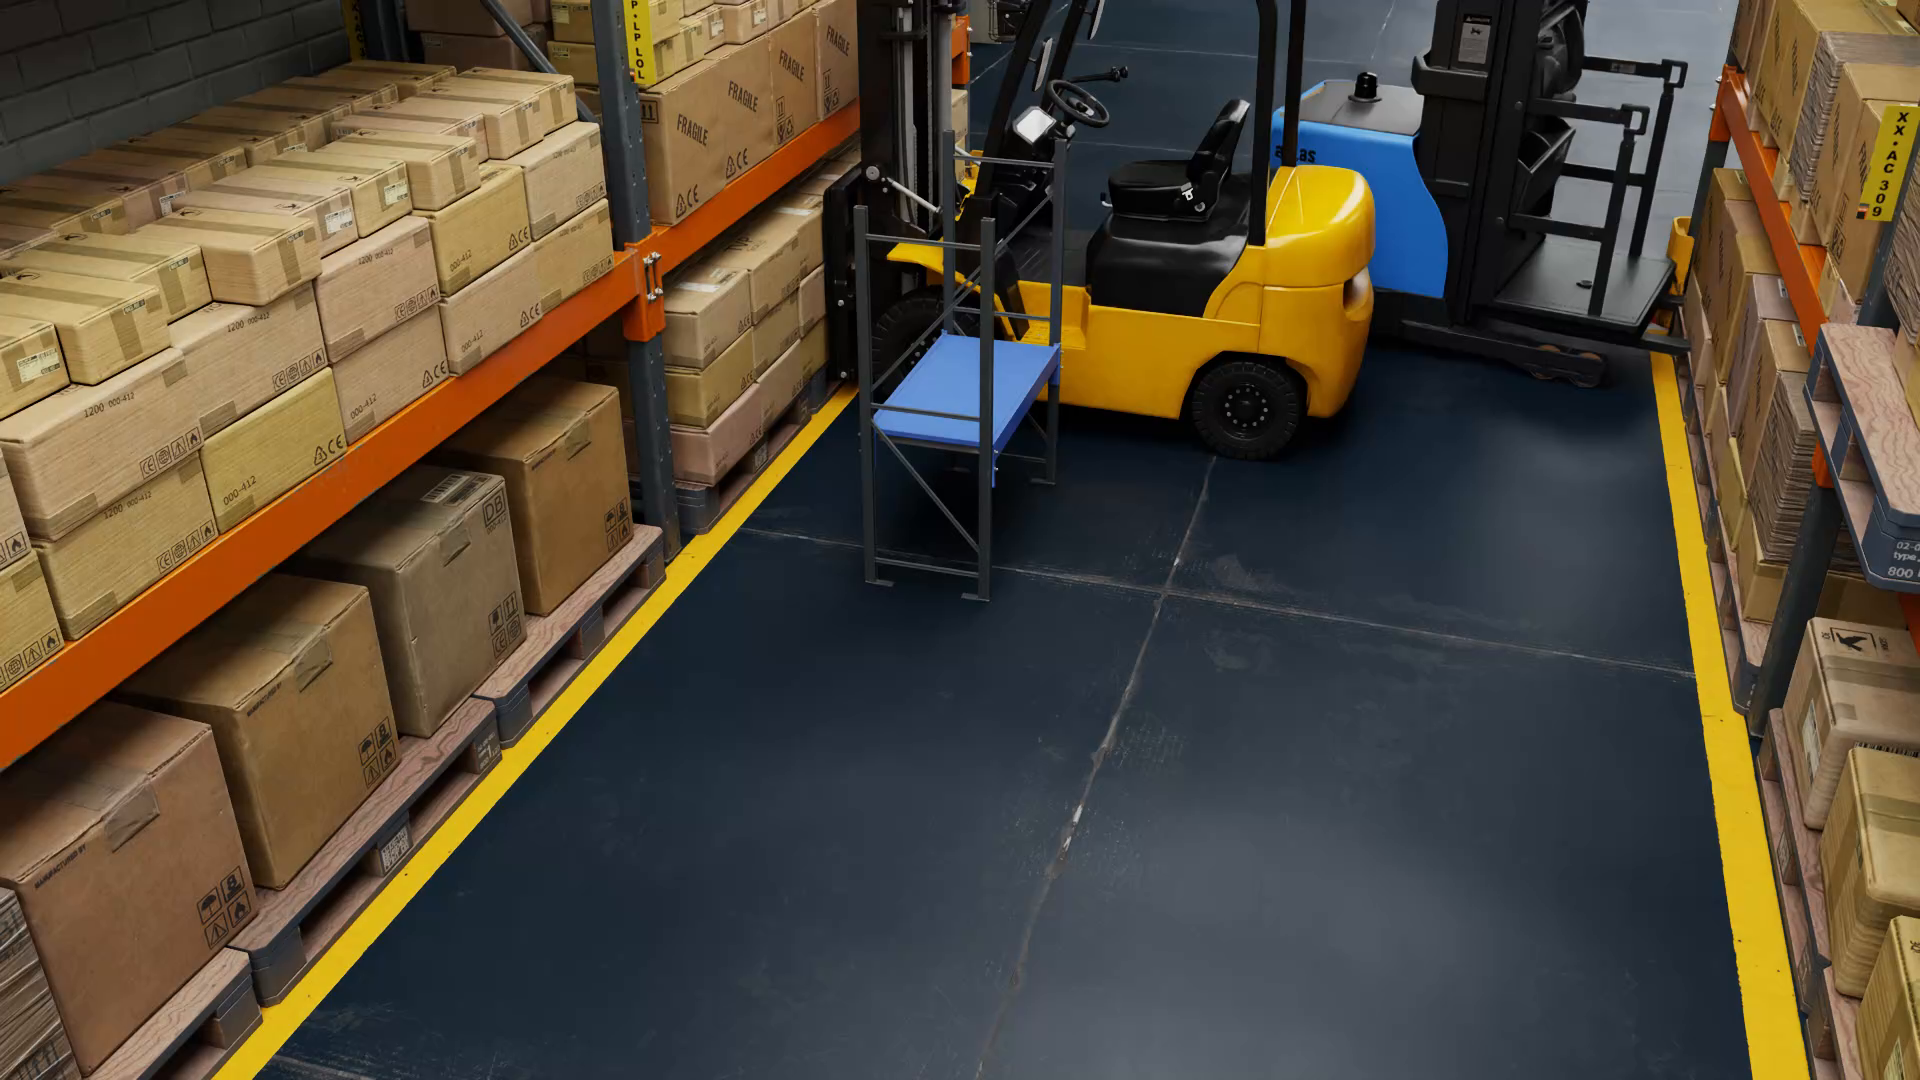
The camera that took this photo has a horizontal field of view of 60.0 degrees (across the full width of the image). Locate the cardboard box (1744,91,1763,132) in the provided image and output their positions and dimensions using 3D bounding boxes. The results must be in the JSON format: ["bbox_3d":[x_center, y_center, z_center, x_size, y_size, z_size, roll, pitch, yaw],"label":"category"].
[{"bbox_3d":[3.677,-1.883,7.308,0.380,0.149,0.250,9,30,16],"label":"cardboard box"}]

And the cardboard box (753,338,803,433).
[{"bbox_3d":[-1.018,-0.709,7.335,0.500,0.250,0.500,8,30,14],"label":"cardboard box"}]

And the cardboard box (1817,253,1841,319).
[{"bbox_3d":[3.005,-0.805,5.369,0.380,0.149,0.250,9,30,16],"label":"cardboard box"}]

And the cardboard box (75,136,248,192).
[{"bbox_3d":[-2.275,-1.039,4.762,0.380,0.149,0.250,8,30,15],"label":"cardboard box"}]

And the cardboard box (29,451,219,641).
[{"bbox_3d":[-2.125,-0.032,3.876,0.500,0.250,0.500,8,30,13],"label":"cardboard box"}]

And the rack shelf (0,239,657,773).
[{"bbox_3d":[-2.198,-0.067,4.526,1.077,0.370,4.000,8,30,15],"label":"rack shelf"}]

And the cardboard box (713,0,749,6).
[{"bbox_3d":[-1.004,-2.233,6.603,0.380,0.149,0.250,9,30,16],"label":"cardboard box"}]

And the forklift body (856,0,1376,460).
[{"bbox_3d":[0.750,-1.658,7.517,2.313,2.155,1.214,8,30,15],"label":"forklift body"}]

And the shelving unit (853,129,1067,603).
[{"bbox_3d":[0.025,-0.695,6.457,0.538,1.500,1.048,8,30,15],"label":"shelving unit"}]

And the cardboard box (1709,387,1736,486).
[{"bbox_3d":[3.352,-0.384,6.752,0.500,0.250,0.500,9,30,16],"label":"cardboard box"}]

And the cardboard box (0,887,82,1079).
[{"bbox_3d":[-2.589,1.114,3.673,0.875,0.625,0.625,9,30,16],"label":"cardboard box"}]

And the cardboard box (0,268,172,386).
[{"bbox_3d":[-2.041,-0.487,3.770,0.380,0.149,0.250,9,30,16],"label":"cardboard box"}]

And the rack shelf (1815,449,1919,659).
[{"bbox_3d":[2.548,0.639,3.256,1.077,0.370,4.000,8,30,15],"label":"rack shelf"}]

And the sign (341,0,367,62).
[{"bbox_3d":[-2.142,-1.803,5.933,0.100,0.325,0.005,8,30,15],"label":"sign"}]

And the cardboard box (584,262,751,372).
[{"bbox_3d":[-1.169,-0.910,6.668,0.500,0.250,0.500,8,30,14],"label":"cardboard box"}]

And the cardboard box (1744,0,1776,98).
[{"bbox_3d":[3.756,-2.216,7.238,0.500,0.500,0.500,9,30,16],"label":"cardboard box"}]

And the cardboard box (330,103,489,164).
[{"bbox_3d":[-1.680,-1.219,5.086,0.380,0.149,0.250,8,30,15],"label":"cardboard box"}]

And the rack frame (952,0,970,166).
[{"bbox_3d":[-0.437,-3.170,9.363,1.000,3.000,0.127,8,30,15],"label":"rack frame"}]

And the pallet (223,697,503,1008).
[{"bbox_3d":[-2.146,0.824,5.051,1.003,0.211,1.213,8,30,15],"label":"pallet"}]

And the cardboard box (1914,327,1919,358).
[{"bbox_3d":[2.577,-0.552,3.816,0.500,0.500,0.500,9,30,15],"label":"cardboard box"}]

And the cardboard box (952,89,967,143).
[{"bbox_3d":[-0.274,-2.331,9.222,0.500,0.250,0.500,10,30,17],"label":"cardboard box"}]

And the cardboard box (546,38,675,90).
[{"bbox_3d":[-1.266,-1.749,6.038,0.380,0.149,0.250,8,30,14],"label":"cardboard box"}]

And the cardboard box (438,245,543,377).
[{"bbox_3d":[-1.651,-0.740,5.149,0.500,0.250,0.500,8,30,15],"label":"cardboard box"}]

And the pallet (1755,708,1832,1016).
[{"bbox_3d":[2.908,0.976,4.779,1.003,0.211,1.213,8,30,15],"label":"pallet"}]

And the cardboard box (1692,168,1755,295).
[{"bbox_3d":[3.802,-1.427,7.854,0.500,0.500,0.500,7,30,13],"label":"cardboard box"}]

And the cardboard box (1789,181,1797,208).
[{"bbox_3d":[3.337,-1.275,6.215,0.380,0.149,0.250,8,30,14],"label":"cardboard box"}]

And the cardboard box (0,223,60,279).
[{"bbox_3d":[-2.451,-0.676,4.109,0.380,0.149,0.250,9,30,16],"label":"cardboard box"}]

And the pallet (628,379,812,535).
[{"bbox_3d":[-1.338,-0.456,7.353,1.003,0.211,1.213,8,30,15],"label":"pallet"}]

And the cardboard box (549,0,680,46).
[{"bbox_3d":[-1.234,-1.874,5.957,0.380,0.149,0.250,9,30,16],"label":"cardboard box"}]

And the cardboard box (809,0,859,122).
[{"bbox_3d":[-0.779,-2.235,7.578,0.500,0.500,0.500,9,30,15],"label":"cardboard box"}]

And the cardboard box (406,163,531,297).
[{"bbox_3d":[-1.655,-0.959,5.029,0.500,0.250,0.500,8,30,14],"label":"cardboard box"}]

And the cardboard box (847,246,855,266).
[{"bbox_3d":[-0.720,-1.393,8.051,0.500,0.250,0.500,8,30,15],"label":"cardboard box"}]

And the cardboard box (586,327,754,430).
[{"bbox_3d":[-1.174,-0.692,6.791,0.500,0.250,0.500,8,30,15],"label":"cardboard box"}]

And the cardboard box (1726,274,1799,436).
[{"bbox_3d":[3.348,-0.701,6.551,0.500,0.500,0.500,10,31,18],"label":"cardboard box"}]

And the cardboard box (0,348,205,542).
[{"bbox_3d":[-2.102,-0.250,3.754,0.500,0.250,0.500,8,30,14],"label":"cardboard box"}]

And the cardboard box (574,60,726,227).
[{"bbox_3d":[-1.231,-1.524,6.301,0.500,0.500,0.500,8,30,13],"label":"cardboard box"}]

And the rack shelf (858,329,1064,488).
[{"bbox_3d":[0.025,-0.538,6.544,0.538,0.185,1.000,8,30,15],"label":"rack shelf"}]

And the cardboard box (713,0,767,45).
[{"bbox_3d":[-0.998,-2.099,6.667,0.380,0.149,0.250,9,30,16],"label":"cardboard box"}]

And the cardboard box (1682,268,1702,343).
[{"bbox_3d":[3.808,-1.110,8.056,0.500,0.250,0.500,8,30,14],"label":"cardboard box"}]

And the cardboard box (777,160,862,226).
[{"bbox_3d":[-0.713,-1.622,7.948,0.500,0.250,0.500,8,30,14],"label":"cardboard box"}]

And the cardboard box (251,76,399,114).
[{"bbox_3d":[-2.048,-1.389,5.390,0.380,0.149,0.250,7,30,13],"label":"cardboard box"}]

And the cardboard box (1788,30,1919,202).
[{"bbox_3d":[3.320,-1.502,5.956,0.500,0.500,0.500,9,30,16],"label":"cardboard box"}]

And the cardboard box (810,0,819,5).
[{"bbox_3d":[-0.793,-2.465,7.325,0.380,0.149,0.250,8,30,14],"label":"cardboard box"}]

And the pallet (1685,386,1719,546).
[{"bbox_3d":[3.655,-0.272,7.022,1.003,0.211,1.213,8,30,15],"label":"pallet"}]

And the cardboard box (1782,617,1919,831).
[{"bbox_3d":[2.983,0.604,4.849,0.950,0.372,0.625,9,30,16],"label":"cardboard box"}]

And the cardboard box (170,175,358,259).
[{"bbox_3d":[-1.846,-0.850,4.422,0.380,0.149,0.250,9,30,15],"label":"cardboard box"}]

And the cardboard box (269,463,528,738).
[{"bbox_3d":[-1.989,0.147,5.412,0.875,0.625,0.625,8,30,14],"label":"cardboard box"}]

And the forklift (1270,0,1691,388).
[{"bbox_3d":[3.049,-2.315,7.896,3.031,2.935,1.130,16,33,26],"label":"forklift"}]
